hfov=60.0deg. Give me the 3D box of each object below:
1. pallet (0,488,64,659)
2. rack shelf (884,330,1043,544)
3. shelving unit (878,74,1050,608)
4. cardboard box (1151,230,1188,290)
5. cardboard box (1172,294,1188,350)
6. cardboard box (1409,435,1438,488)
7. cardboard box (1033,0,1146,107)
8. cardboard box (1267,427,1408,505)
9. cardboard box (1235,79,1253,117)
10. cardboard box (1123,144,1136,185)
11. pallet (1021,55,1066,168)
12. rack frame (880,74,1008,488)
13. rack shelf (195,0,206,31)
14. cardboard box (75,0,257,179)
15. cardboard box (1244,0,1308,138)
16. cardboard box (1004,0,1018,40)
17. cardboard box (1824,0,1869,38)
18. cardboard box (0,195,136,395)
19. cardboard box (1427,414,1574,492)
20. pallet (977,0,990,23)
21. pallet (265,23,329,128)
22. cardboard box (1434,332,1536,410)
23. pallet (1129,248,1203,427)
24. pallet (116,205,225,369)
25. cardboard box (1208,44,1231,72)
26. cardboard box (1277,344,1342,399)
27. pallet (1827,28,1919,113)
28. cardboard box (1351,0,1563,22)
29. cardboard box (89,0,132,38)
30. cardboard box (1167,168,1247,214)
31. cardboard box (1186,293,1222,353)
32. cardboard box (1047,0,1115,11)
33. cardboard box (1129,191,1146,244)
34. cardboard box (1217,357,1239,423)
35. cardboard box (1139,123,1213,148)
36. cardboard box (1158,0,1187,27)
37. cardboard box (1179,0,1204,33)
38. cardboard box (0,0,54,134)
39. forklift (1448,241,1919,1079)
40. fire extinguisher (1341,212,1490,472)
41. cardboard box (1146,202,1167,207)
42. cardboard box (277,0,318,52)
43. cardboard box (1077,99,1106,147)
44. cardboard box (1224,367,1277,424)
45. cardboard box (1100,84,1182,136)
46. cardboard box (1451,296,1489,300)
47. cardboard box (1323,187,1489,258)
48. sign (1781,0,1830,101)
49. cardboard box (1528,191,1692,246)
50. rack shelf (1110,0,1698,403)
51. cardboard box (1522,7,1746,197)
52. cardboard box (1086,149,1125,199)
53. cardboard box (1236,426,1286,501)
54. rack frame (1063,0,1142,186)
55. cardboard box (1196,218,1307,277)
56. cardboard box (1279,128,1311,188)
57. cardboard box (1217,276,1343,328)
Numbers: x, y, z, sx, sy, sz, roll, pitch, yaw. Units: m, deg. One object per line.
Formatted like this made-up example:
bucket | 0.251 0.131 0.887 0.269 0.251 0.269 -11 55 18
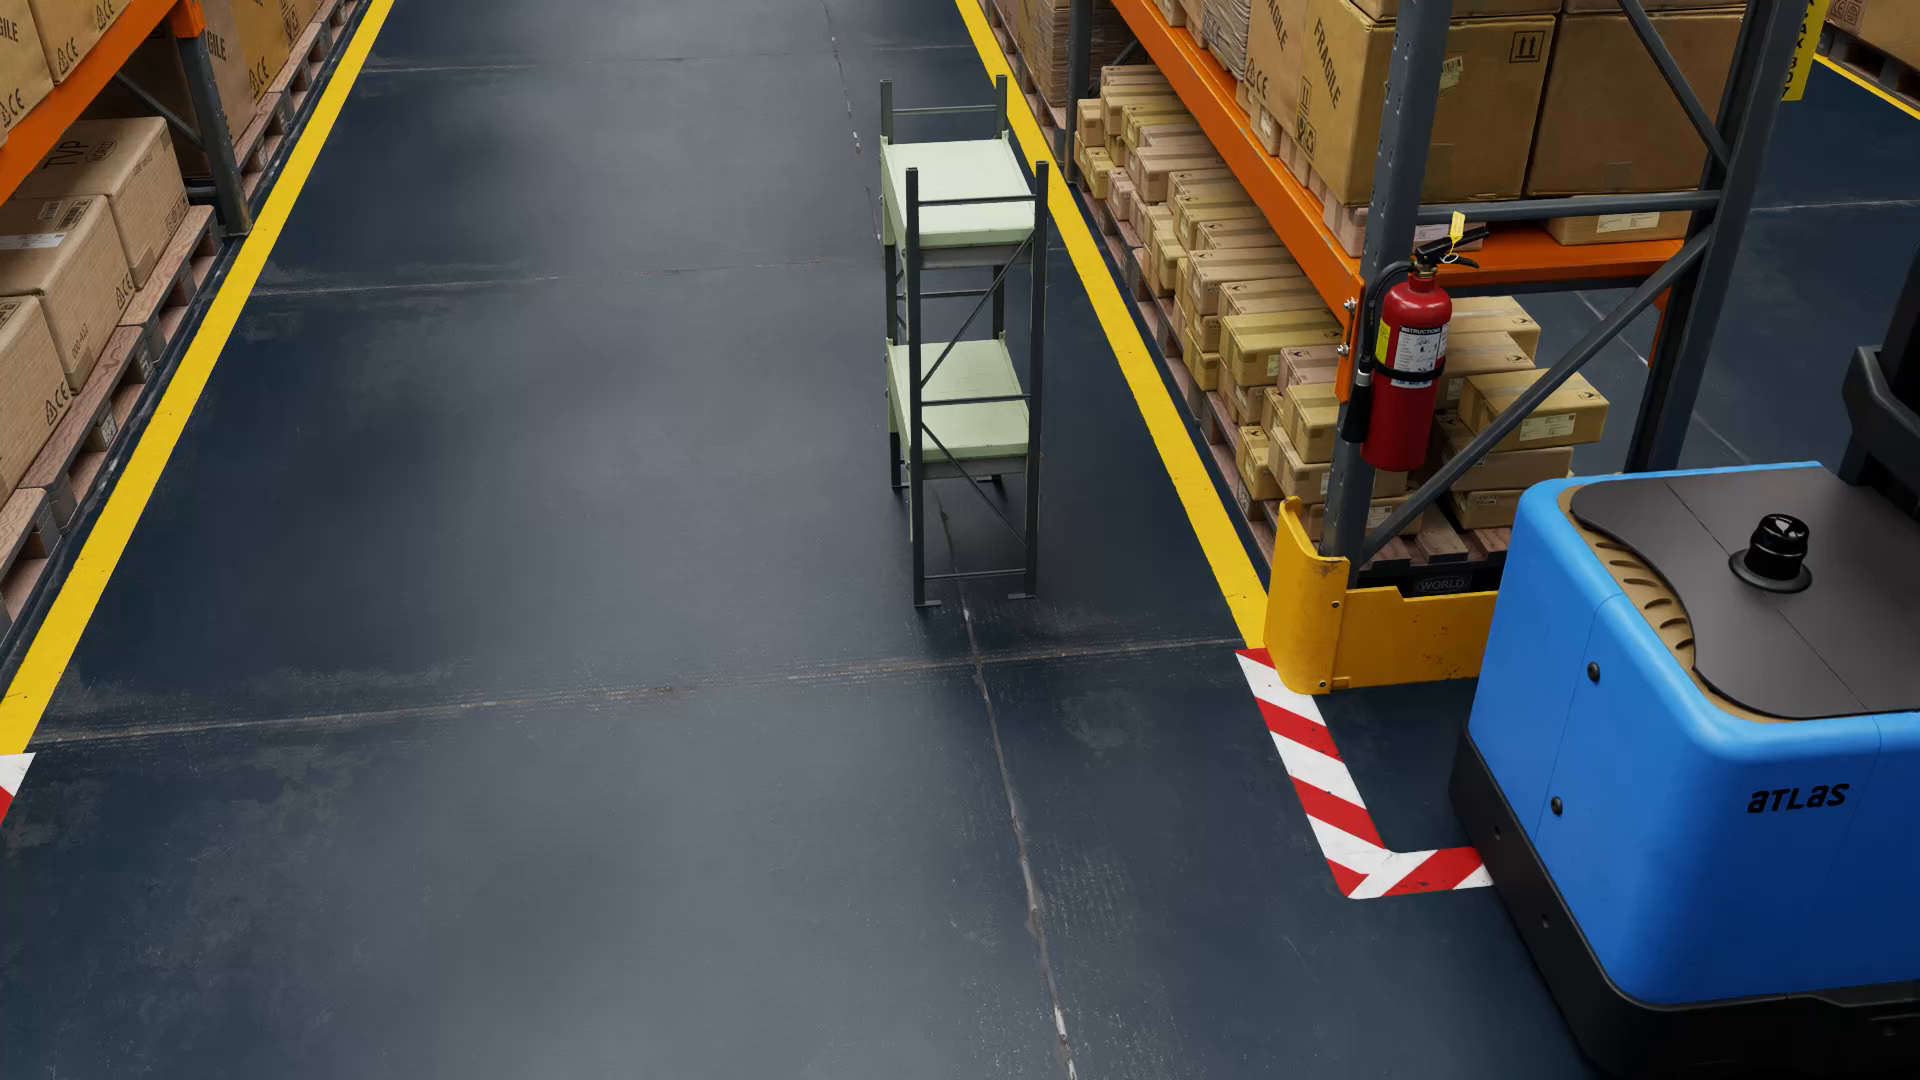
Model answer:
pallet | -3.509 0.283 5.148 1.003 0.211 1.213 -4 35 -6
rack shelf | -0.001 -0.354 5.517 0.431 0.370 0.720 -4 35 -6
shelving unit | -0.001 -0.623 5.333 0.431 1.500 0.755 -4 35 -6
cardboard box | 0.979 -1.126 6.633 0.380 0.149 0.250 -4 34 -6
cardboard box | 1.046 -0.852 6.496 0.380 0.149 0.250 -4 34 -5
cardboard box | 1.698 -0.313 5.704 0.380 0.149 0.250 -5 35 -7
cardboard box | 0.681 -2.628 8.789 0.500 0.500 0.500 -5 35 -7
cardboard box | 1.214 -0.252 5.351 0.380 0.149 0.250 -5 35 -8
cardboard box | 1.135 -1.488 5.493 0.380 0.149 0.250 -6 35 -8
cardboard box | 0.953 -1.717 7.501 0.380 0.149 0.250 -5 35 -7
pallet | 0.924 -2.375 9.048 1.003 0.211 1.213 -4 35 -6
rack frame | -0.050 -0.828 5.633 0.400 1.500 0.023 -4 35 -6
rack shelf | -4.131 -3.480 8.832 1.077 0.370 4.000 -4 35 -6
cardboard box | -4.024 -2.297 7.971 0.875 0.875 0.875 -3 34 -5
cardboard box | 1.188 -1.544 4.999 0.500 0.500 0.500 -5 35 -7
cardboard box | 0.547 -3.200 9.629 0.500 0.500 0.500 -5 35 -7
cardboard box | 5.731 -3.562 9.827 1.225 0.875 0.875 -6 35 -8
cardboard box | -3.762 -0.918 6.336 0.875 0.438 0.875 -5 35 -8
cardboard box | 1.752 -0.291 5.408 0.380 0.149 0.250 -3 34 -4
pallet | 0.596 -3.737 11.046 1.003 0.211 1.213 -4 35 -6
pallet | -4.207 -2.617 9.402 1.003 0.211 1.213 -4 35 -6
cardboard box | 1.678 -0.565 5.546 0.380 0.149 0.250 -4 34 -6
pallet | 1.323 -0.886 6.863 1.003 0.211 1.213 -4 35 -6
pallet | -3.837 -1.079 7.146 1.003 0.211 1.213 -4 35 -6
cardboard box | 1.106 -1.790 5.936 0.380 0.149 0.250 -4 34 -6
cardboard box | 1.269 -0.523 5.484 0.380 0.149 0.250 -4 34 -5
pallet | 5.780 -2.685 9.502 1.003 0.211 1.213 -4 35 -6
cardboard box | 1.260 -1.675 4.303 0.500 0.500 0.500 -5 35 -7
cardboard box | -3.471 -2.177 6.192 0.500 0.500 0.500 -5 35 -8
cardboard box | 1.062 -1.393 6.761 0.380 0.149 0.250 -6 35 -8
cardboard box | 1.060 -0.830 6.199 0.380 0.149 0.250 -4 34 -6
cardboard box | 0.679 -2.940 8.581 0.500 0.250 0.500 -5 35 -8
cardboard box | 0.965 -1.440 7.358 0.380 0.149 0.250 -5 35 -7
cardboard box | 1.159 -0.561 6.068 0.380 0.149 0.250 -4 34 -6
cardboard box | 0.990 -1.687 7.192 0.380 0.149 0.250 -5 35 -8
cardboard box | 0.969 -2.075 6.354 0.380 0.149 0.250 -3 34 -4
cardboard box | 1.054 -2.105 5.823 0.500 0.500 0.500 -3 34 -4
cardboard box | -3.334 -1.604 5.351 0.500 0.500 0.500 -3 34 -5
forklift | 2.902 -0.306 3.596 3.031 2.935 1.130 -4 34 -6
fire extinguisher | 1.144 -0.499 4.219 0.296 0.674 0.183 -4 35 -6
cardboard box | 1.000 -1.411 7.051 0.380 0.149 0.250 -3 34 -4
cardboard box | -4.273 -3.300 9.442 0.875 0.875 0.875 -4 34 -6
cardboard box | 0.762 -1.985 7.893 0.380 0.149 0.250 -3 34 -4
cardboard box | 1.142 -0.542 5.776 0.380 0.149 0.250 -6 35 -8
cardboard box | 0.849 -1.968 7.605 0.380 0.149 0.250 -3 34 -4
cardboard box | 1.655 -0.847 5.960 0.380 0.149 0.250 -6 35 -9
cardboard box | 1.244 -0.918 4.656 0.380 0.149 0.250 -4 35 -6
sign | 2.106 -1.260 4.166 0.100 0.325 0.005 -4 35 -6
cardboard box | 1.849 -0.963 4.722 0.380 0.149 0.250 -5 35 -7
rack shelf | 1.299 -1.680 6.190 1.077 0.370 4.000 -4 35 -6
cardboard box | 1.781 -1.297 4.636 0.500 0.500 0.500 -3 34 -4
cardboard box | 0.796 -1.712 7.758 0.380 0.149 0.250 -3 34 -5
cardboard box | 1.155 -0.270 5.641 0.380 0.149 0.250 -3 34 -5
rack frame | 1.030 -3.093 7.625 1.000 3.000 0.127 -4 35 -6
cardboard box | 1.119 -1.108 6.343 0.380 0.149 0.250 -5 35 -8
cardboard box | 1.199 -1.198 5.067 0.380 0.149 0.250 -5 35 -7
cardboard box | 1.136 -0.807 5.901 0.380 0.149 0.250 -6 35 -8
